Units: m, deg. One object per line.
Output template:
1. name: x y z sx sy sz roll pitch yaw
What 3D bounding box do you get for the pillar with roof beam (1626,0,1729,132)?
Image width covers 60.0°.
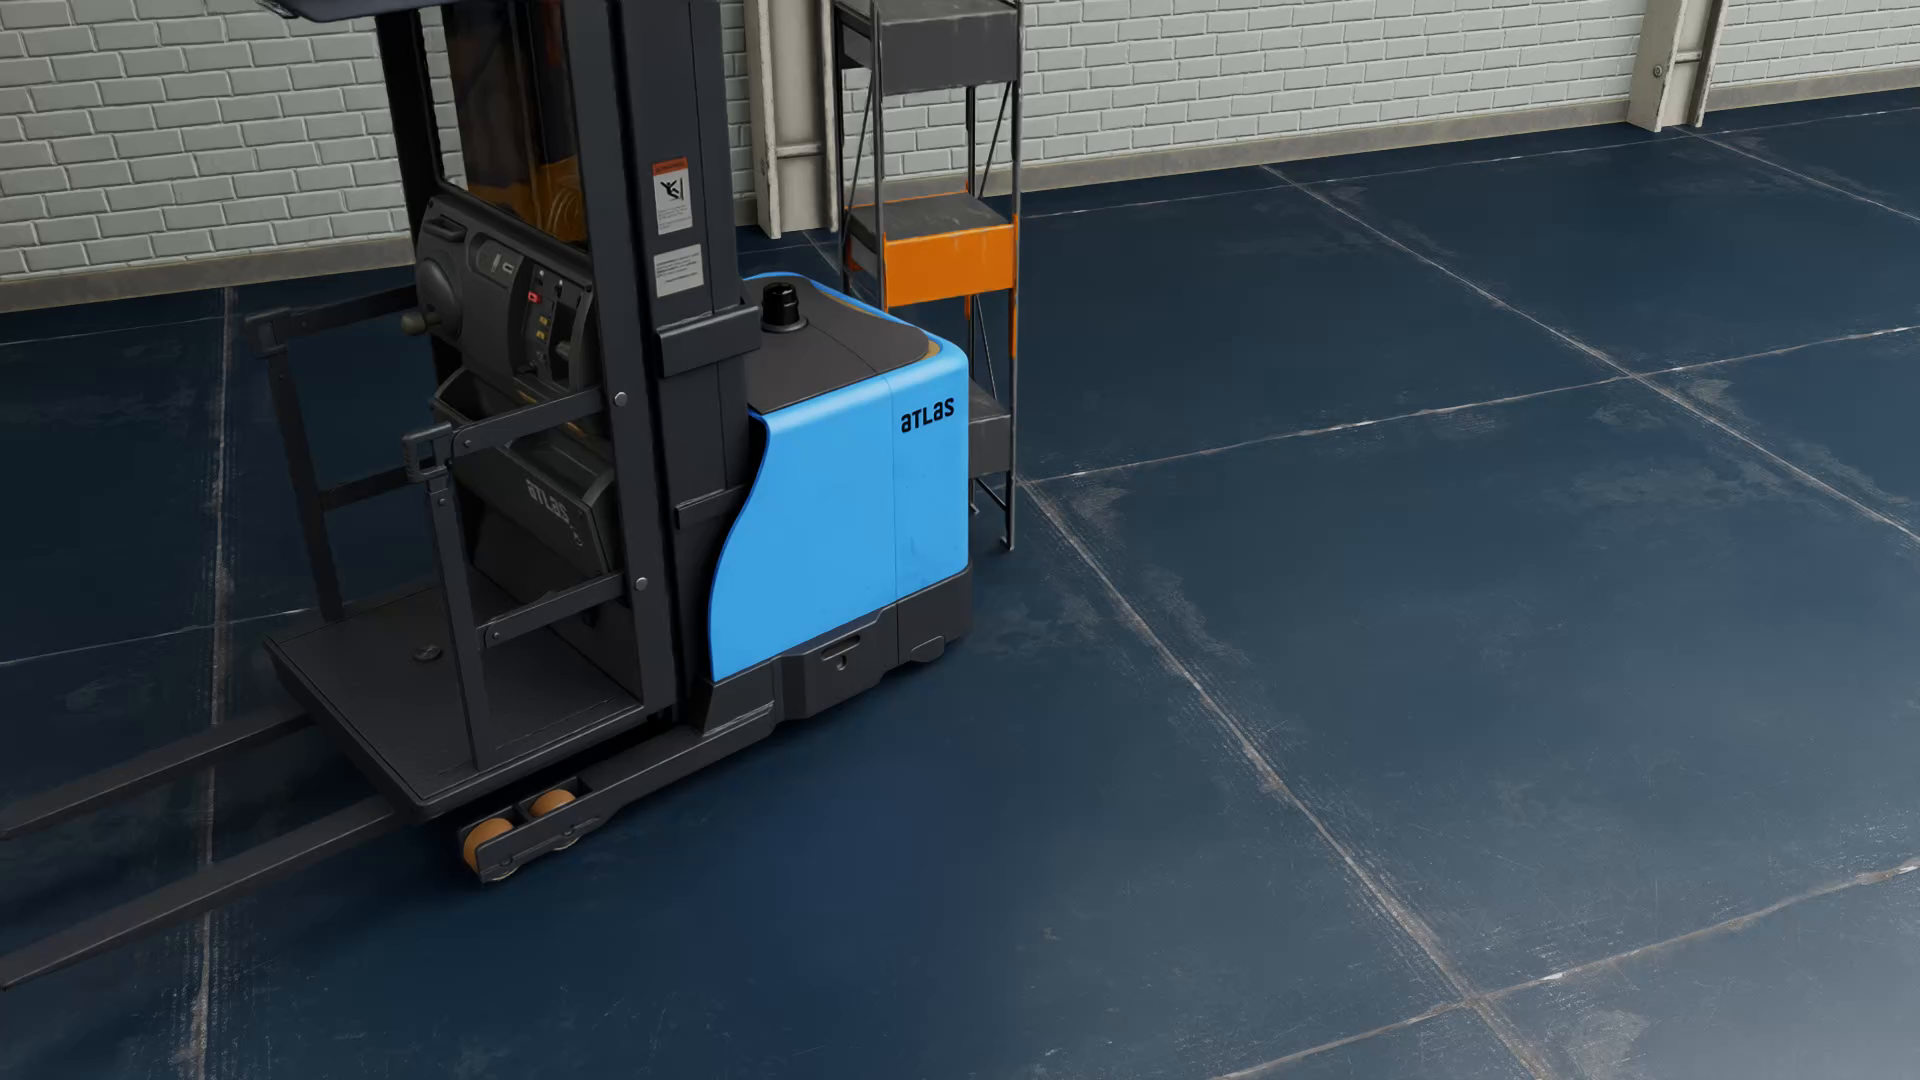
1. pillar with roof beam: 6.215 -4.711 5.428 0.400 9.000 9.100 -10 31 -18

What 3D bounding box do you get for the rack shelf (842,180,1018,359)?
1. rack shelf: -0.110 -0.903 5.742 0.480 0.518 0.431 -12 32 -20

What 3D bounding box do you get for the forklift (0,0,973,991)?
1. forklift: -1.400 -0.627 4.390 3.031 2.935 1.130 -23 37 -35

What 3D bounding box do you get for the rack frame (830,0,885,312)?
1. rack frame: -0.334 -0.867 5.650 0.015 2.100 0.400 -12 32 -20

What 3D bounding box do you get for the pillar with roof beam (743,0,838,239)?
1. pillar with roof beam: 0.592 -3.675 3.611 0.400 9.000 9.100 -10 31 -18

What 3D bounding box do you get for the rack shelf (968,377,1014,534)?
1. rack shelf: -0.110 -0.295 6.089 0.480 0.518 0.431 -12 32 -20

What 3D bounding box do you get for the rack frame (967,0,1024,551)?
1. rack frame: 0.113 -0.964 5.821 0.015 2.100 0.400 -12 32 -20

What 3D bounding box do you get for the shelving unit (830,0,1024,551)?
1. shelving unit: -0.110 -0.915 5.735 0.503 2.100 0.431 -12 32 -20

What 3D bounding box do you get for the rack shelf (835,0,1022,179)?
1. rack shelf: -0.110 -1.512 5.396 0.480 0.518 0.431 -12 32 -20
